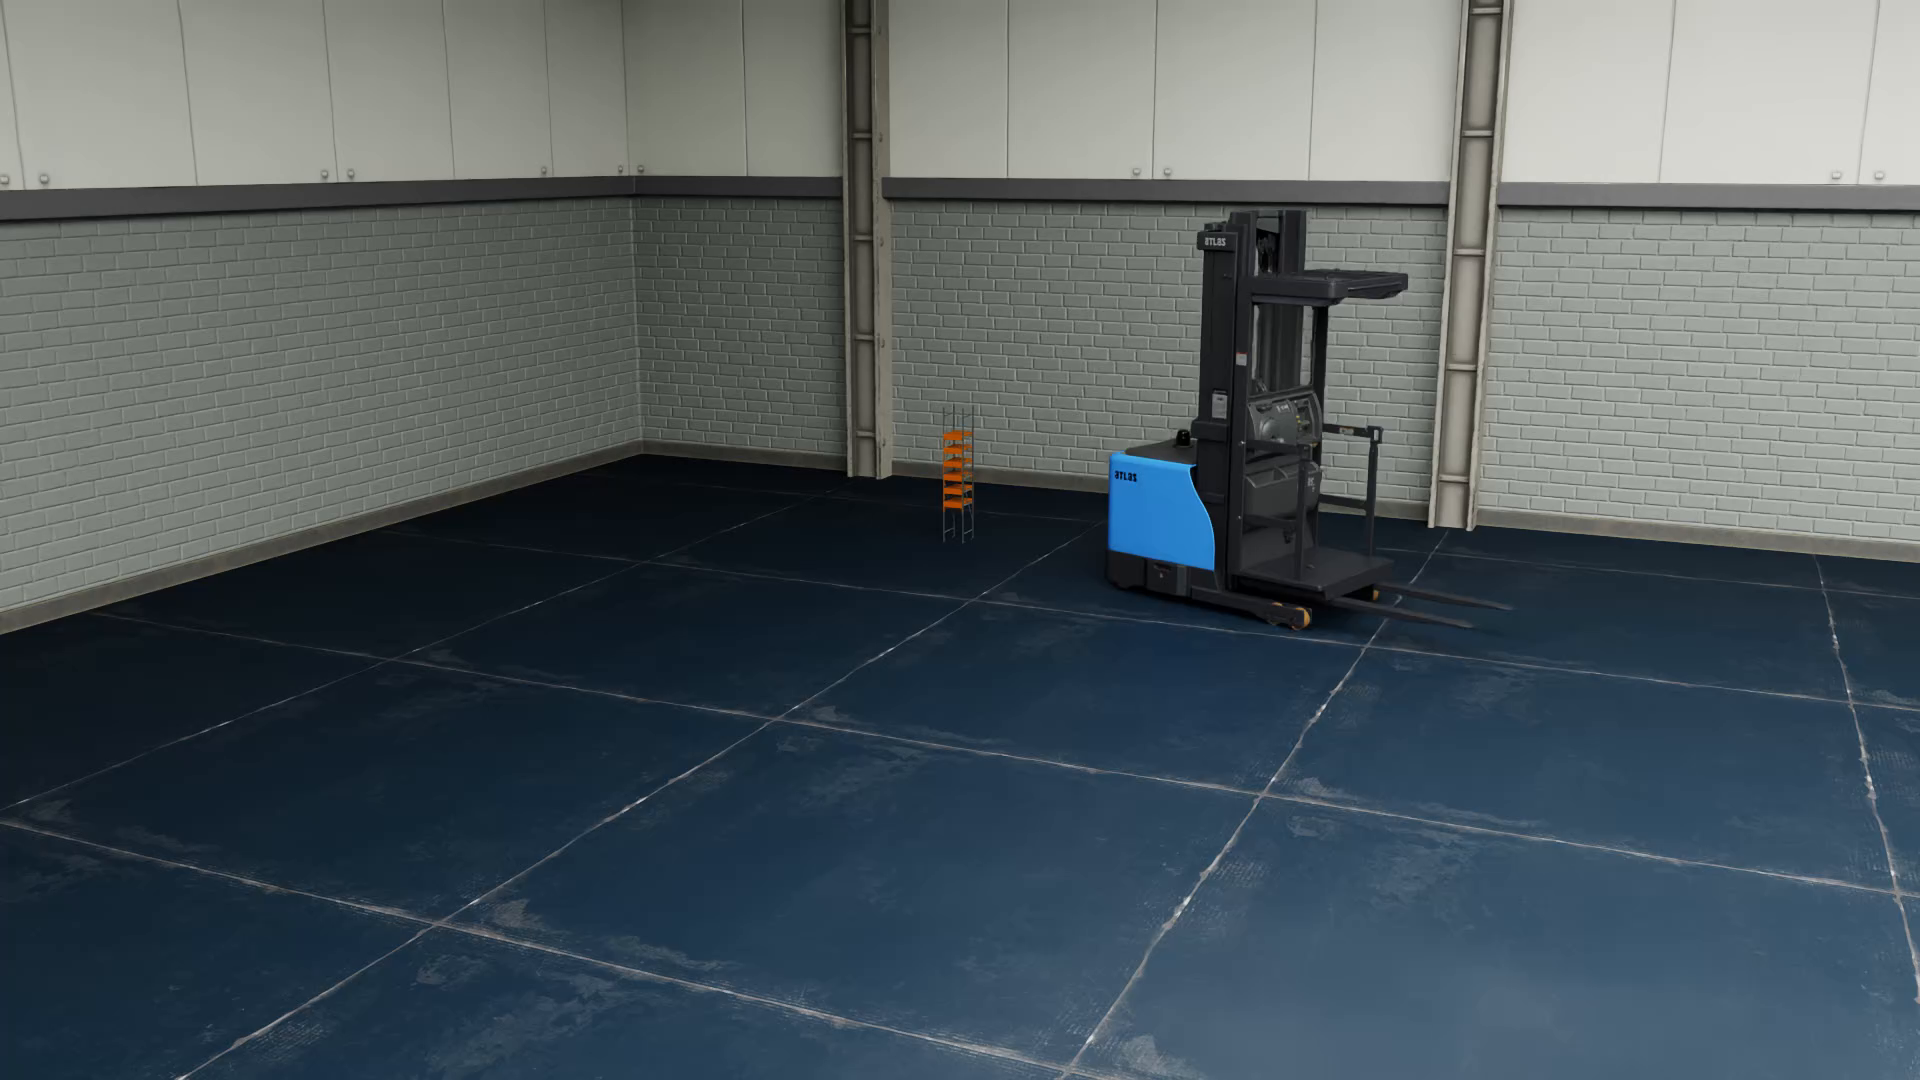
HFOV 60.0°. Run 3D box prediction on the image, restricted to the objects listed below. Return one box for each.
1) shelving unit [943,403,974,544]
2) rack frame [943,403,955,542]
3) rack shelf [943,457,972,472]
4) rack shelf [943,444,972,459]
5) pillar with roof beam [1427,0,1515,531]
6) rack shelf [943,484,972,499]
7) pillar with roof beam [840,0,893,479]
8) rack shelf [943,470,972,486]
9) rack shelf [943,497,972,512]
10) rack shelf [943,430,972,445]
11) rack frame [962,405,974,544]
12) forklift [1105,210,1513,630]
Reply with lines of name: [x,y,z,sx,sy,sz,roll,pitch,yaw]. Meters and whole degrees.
shelving unit: [-0.013,-0.585,14.623,0.189,1.200,0.258,6,14,23]
rack frame: [-0.097,-0.594,14.660,0.006,1.200,0.240,6,14,23]
rack shelf: [-0.013,-0.659,14.606,0.180,0.103,0.258,6,14,23]
rack shelf: [-0.013,-0.776,14.579,0.180,0.103,0.258,6,14,23]
pillar with roof beam: [2.787,-3.613,10.455,0.400,9.000,9.100,6,14,23]
rack shelf: [-0.013,-0.425,14.661,0.180,0.103,0.258,6,14,23]
pillar with roof beam: [-2.699,-4.169,12.821,0.400,9.000,9.100,6,14,23]
rack shelf: [-0.013,-0.542,14.634,0.180,0.103,0.258,6,14,23]
rack shelf: [-0.013,-0.309,14.688,0.180,0.103,0.258,6,14,23]
rack shelf: [-0.013,-0.893,14.551,0.180,0.103,0.258,6,14,23]
rack frame: [0.070,-0.577,14.587,0.006,1.200,0.240,6,14,23]
forklift: [2.571,-0.911,12.221,3.031,2.935,1.130,12,18,41]
